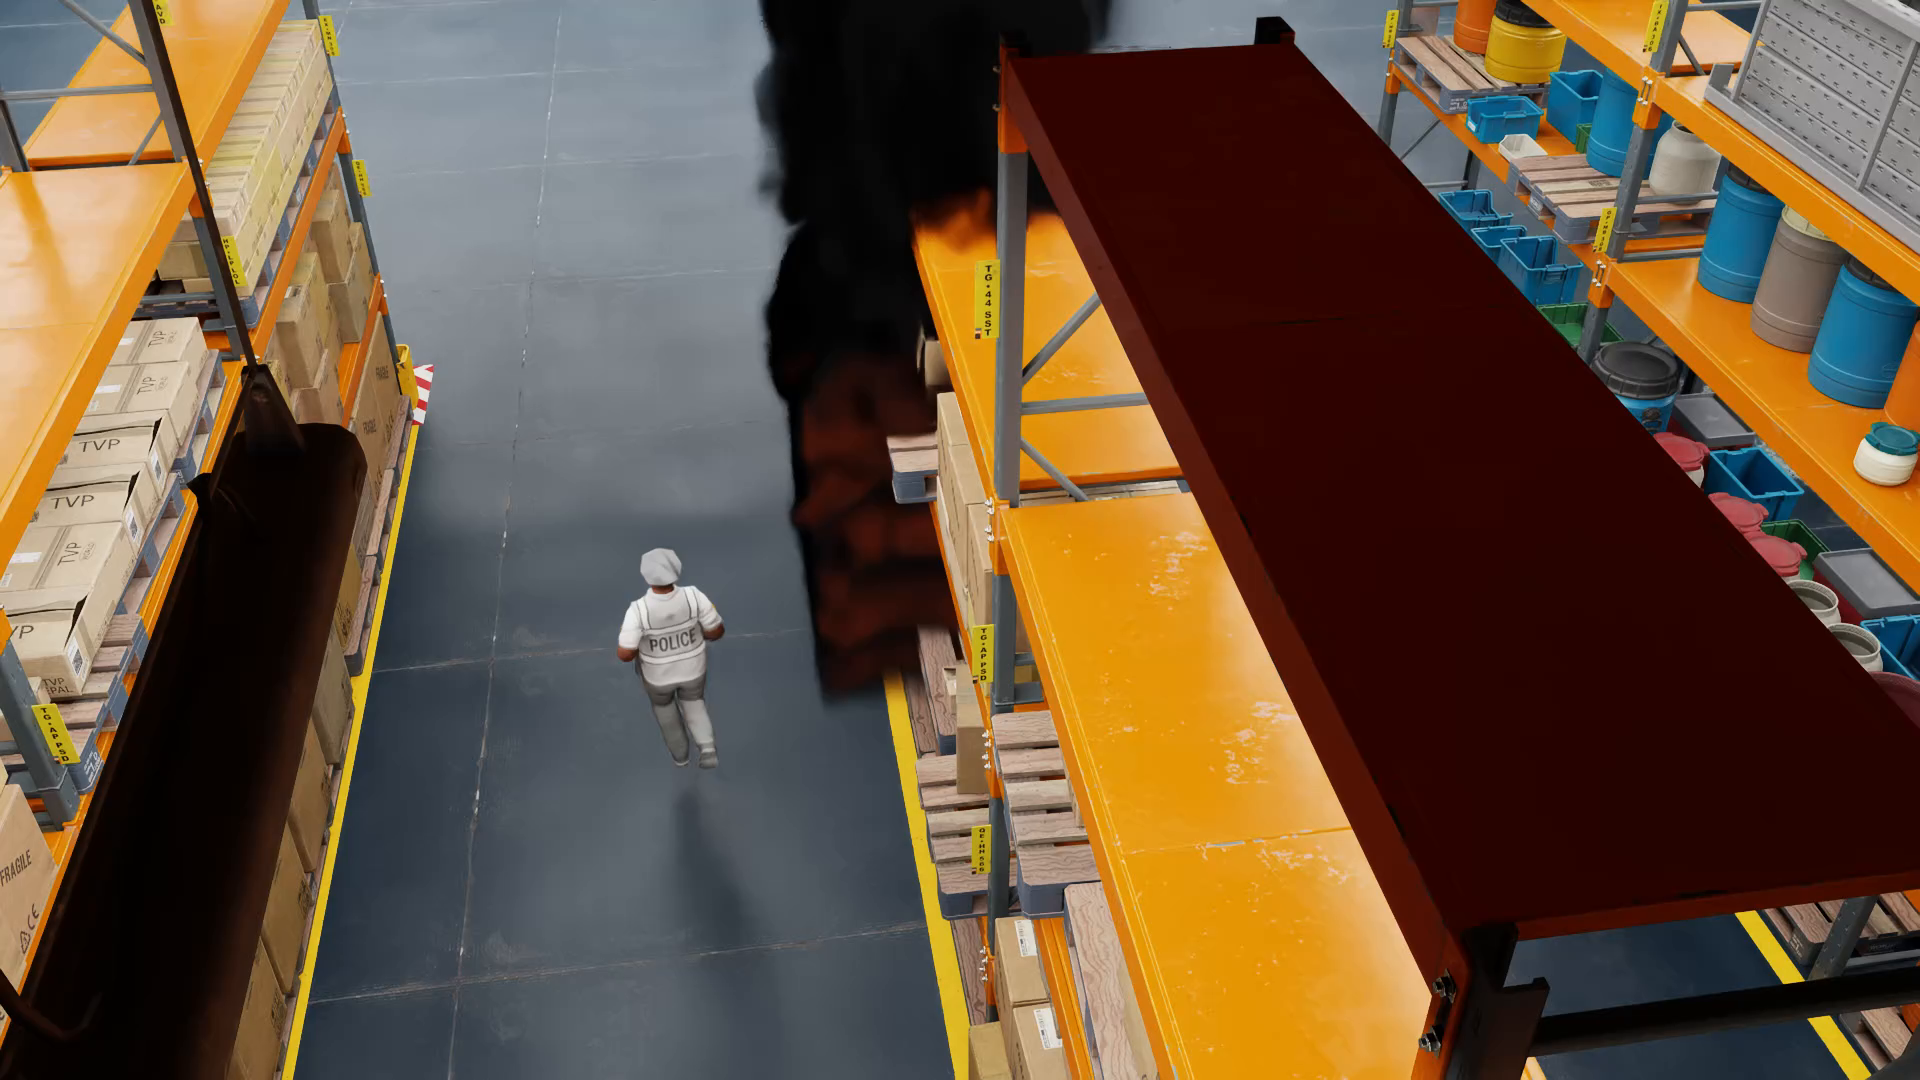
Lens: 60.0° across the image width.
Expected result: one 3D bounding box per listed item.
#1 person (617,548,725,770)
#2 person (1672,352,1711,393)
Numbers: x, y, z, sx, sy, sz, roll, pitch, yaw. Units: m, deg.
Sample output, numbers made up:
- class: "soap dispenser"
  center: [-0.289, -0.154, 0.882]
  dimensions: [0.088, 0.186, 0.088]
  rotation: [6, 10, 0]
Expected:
- class: "person"
  center: [-1.794, 0.785, 10.428]
  dimensions: [0.655, 1.754, 0.619]
  rotation: [-13, 38, -17]
- class: "person"
  center: [6.406, -2.012, 14.339]
  dimensions: [0.550, 1.574, 0.736]
  rotation: [-13, 38, -17]
